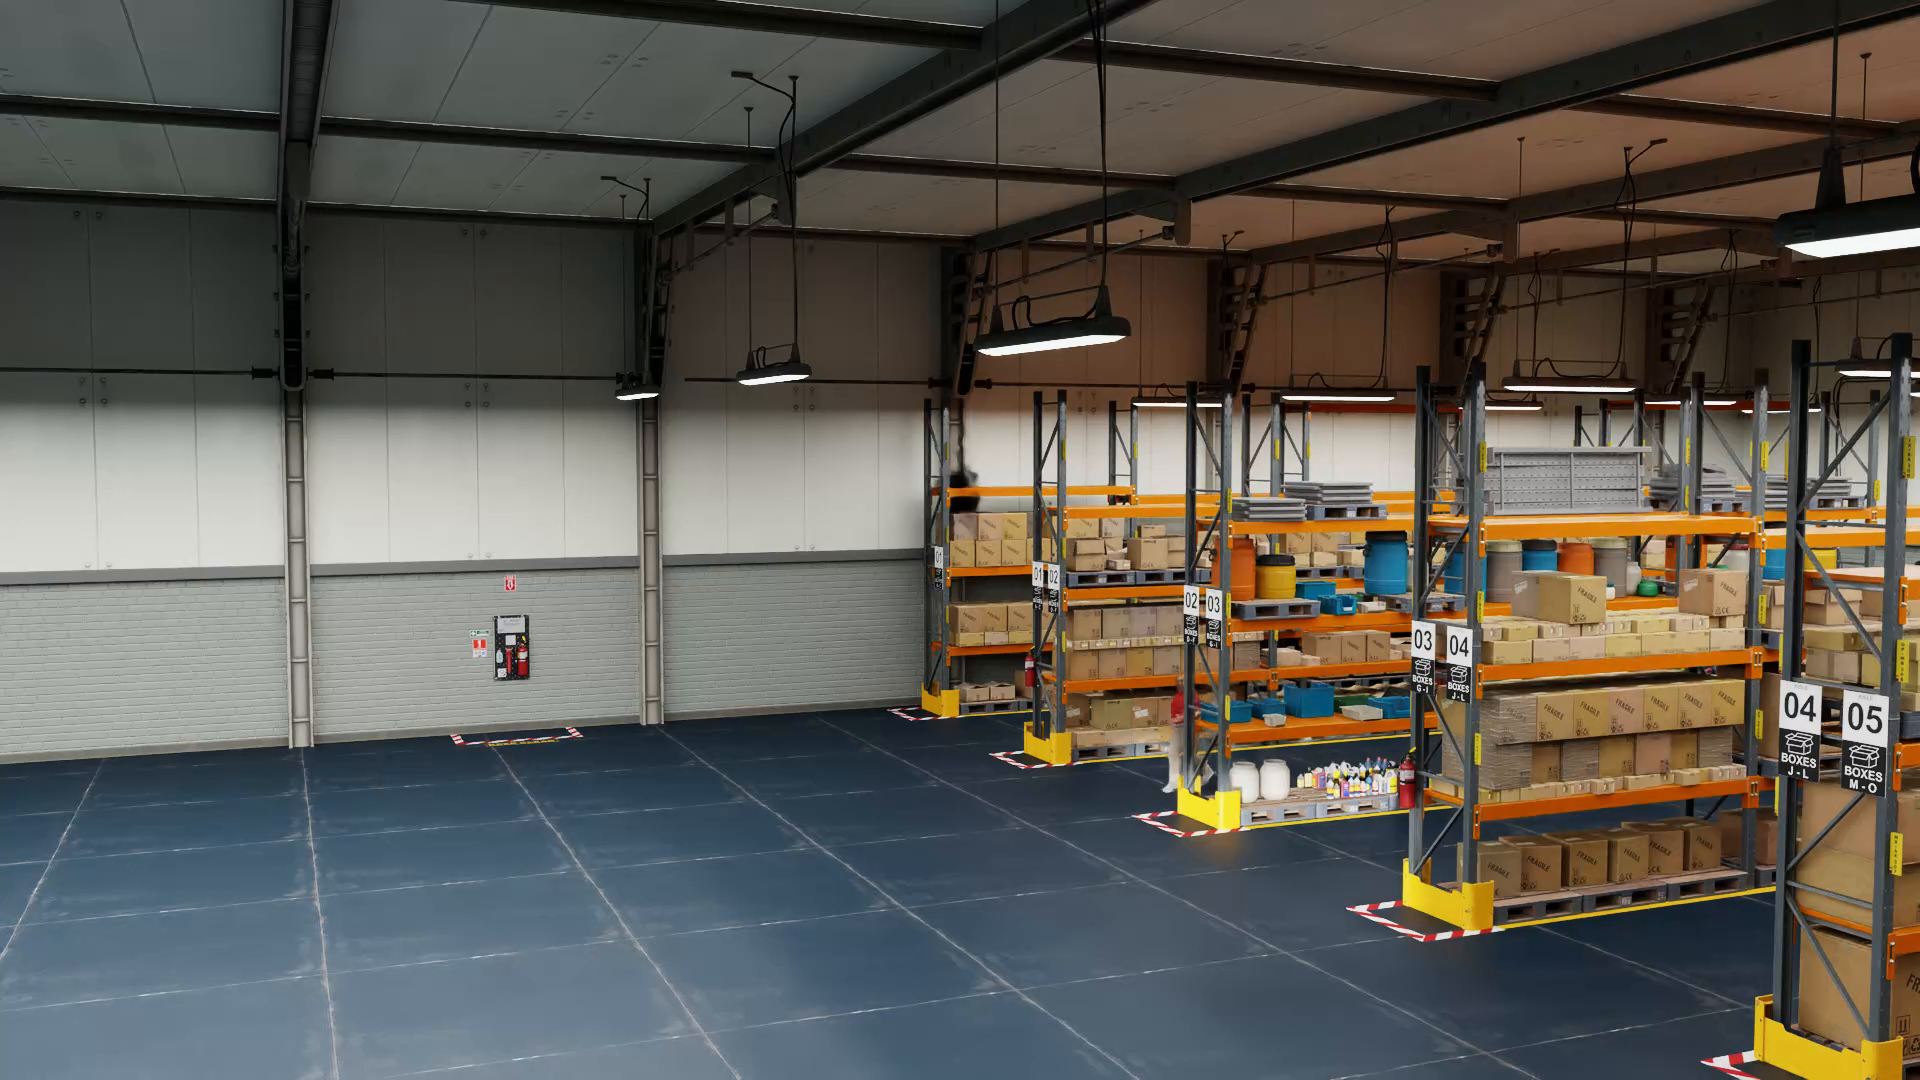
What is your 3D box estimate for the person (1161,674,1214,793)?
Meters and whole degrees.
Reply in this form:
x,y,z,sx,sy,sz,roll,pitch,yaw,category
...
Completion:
x,y,z,sx,sy,sz,roll,pitch,yaw,category
3.385,2.848,24.627,0.852,1.754,0.647,-2,4,-30,person
